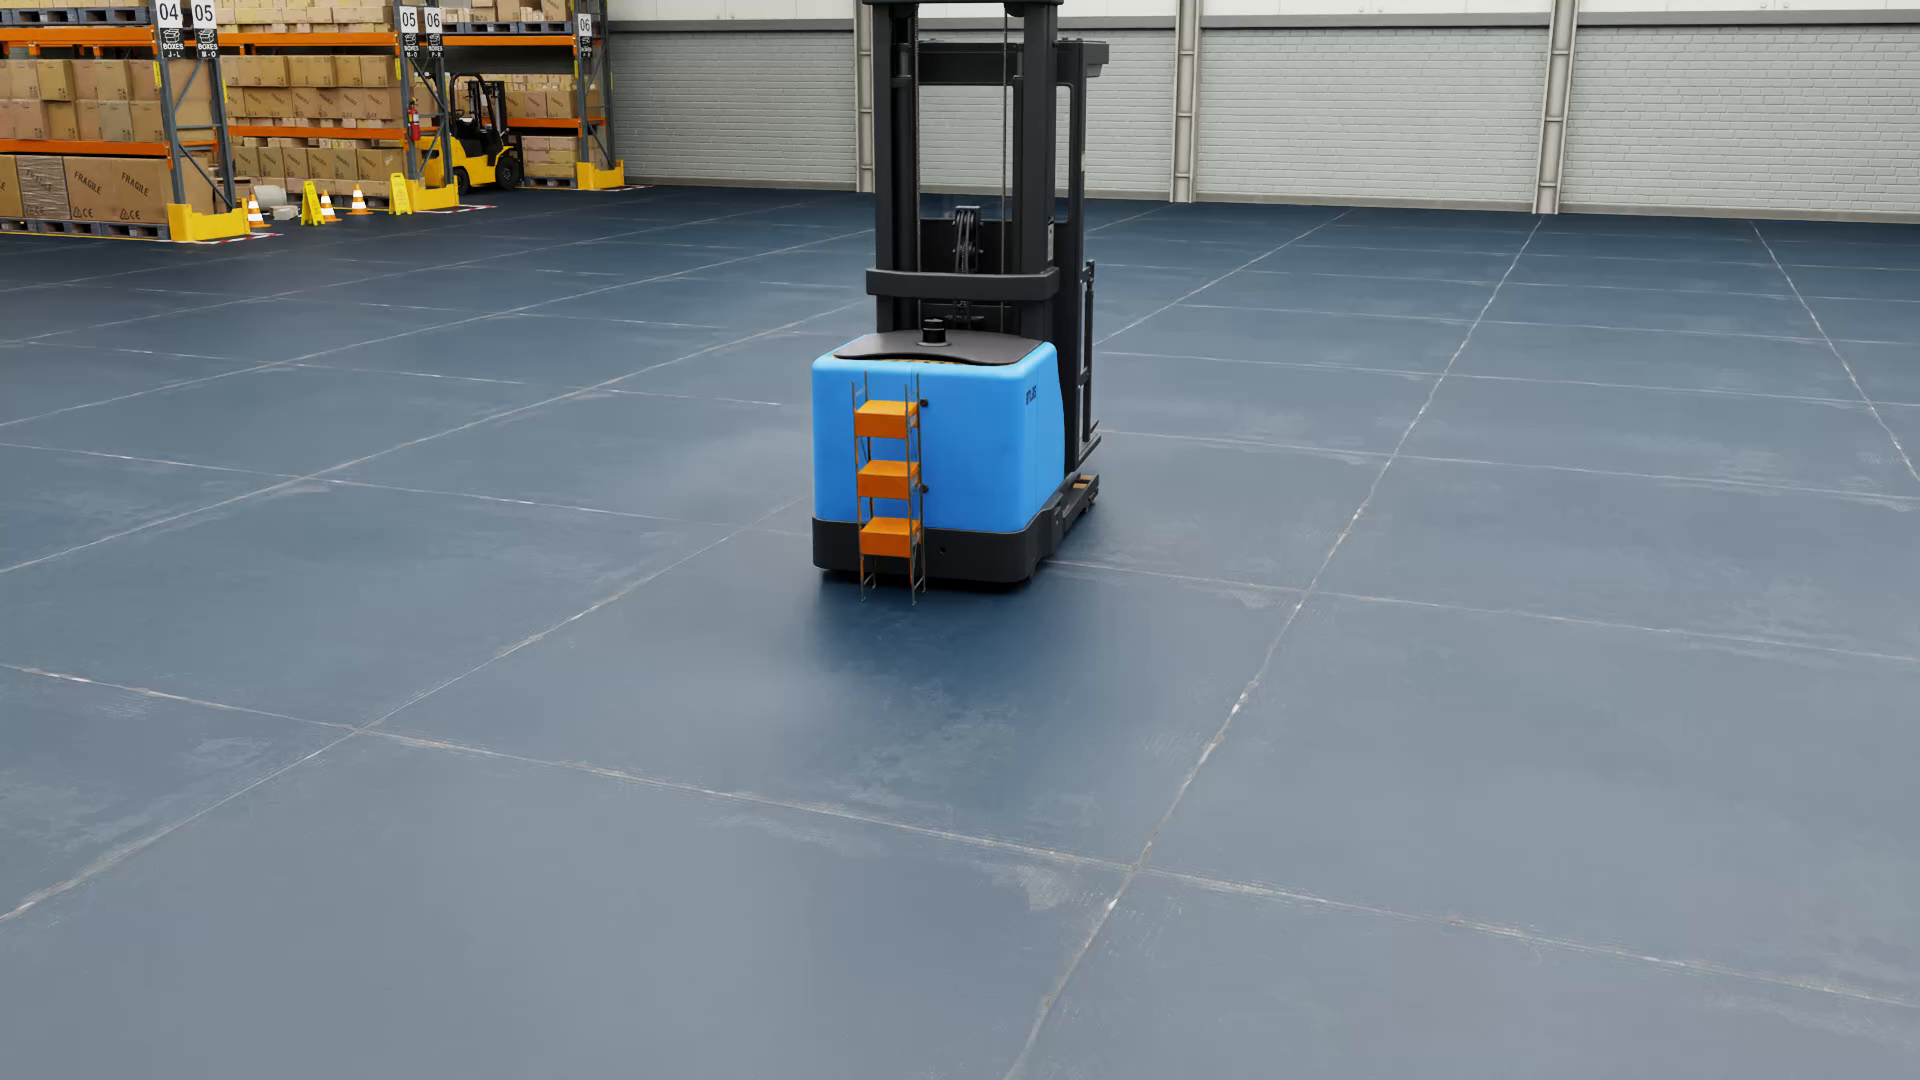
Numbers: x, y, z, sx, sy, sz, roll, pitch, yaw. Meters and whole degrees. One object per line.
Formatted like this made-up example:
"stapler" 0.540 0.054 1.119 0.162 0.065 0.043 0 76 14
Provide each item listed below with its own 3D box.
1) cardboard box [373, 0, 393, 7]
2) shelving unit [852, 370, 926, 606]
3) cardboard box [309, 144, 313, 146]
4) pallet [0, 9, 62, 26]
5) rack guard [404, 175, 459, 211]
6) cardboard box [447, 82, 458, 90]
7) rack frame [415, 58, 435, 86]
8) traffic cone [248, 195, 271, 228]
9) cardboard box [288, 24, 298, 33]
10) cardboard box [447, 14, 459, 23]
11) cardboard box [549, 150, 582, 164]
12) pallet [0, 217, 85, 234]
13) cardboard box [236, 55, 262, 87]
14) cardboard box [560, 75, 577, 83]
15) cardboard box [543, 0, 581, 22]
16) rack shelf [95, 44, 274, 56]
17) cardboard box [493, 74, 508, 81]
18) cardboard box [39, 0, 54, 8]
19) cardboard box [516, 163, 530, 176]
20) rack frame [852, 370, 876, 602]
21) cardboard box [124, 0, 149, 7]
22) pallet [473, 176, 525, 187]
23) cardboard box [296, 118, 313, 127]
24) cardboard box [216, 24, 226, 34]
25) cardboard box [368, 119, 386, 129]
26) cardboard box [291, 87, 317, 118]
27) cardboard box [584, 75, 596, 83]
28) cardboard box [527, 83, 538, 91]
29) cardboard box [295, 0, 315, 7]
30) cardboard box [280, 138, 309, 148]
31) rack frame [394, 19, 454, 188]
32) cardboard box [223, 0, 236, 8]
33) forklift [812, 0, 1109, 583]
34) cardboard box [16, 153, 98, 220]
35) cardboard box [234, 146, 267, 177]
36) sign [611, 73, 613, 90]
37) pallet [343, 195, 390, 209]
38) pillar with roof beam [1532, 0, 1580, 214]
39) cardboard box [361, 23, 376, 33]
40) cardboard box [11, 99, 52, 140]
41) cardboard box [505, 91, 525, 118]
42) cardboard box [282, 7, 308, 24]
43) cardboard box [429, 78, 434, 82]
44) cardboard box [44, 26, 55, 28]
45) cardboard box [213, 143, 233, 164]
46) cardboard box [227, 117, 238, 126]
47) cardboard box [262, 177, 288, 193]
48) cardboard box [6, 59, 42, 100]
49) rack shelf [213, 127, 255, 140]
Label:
"cardboard box" -9.201 -8.639 26.691 0.250 0.149 0.380 6 17 21
"shelving unit" -0.319 -0.232 7.563 0.252 1.050 0.215 4 21 14
"cardboard box" -11.376 -6.586 28.813 0.500 0.500 0.500 7 17 22
"pallet" -13.464 -7.404 23.578 1.213 0.211 1.003 6 17 21
"rack guard" -8.849 -5.785 27.705 0.348 0.500 1.175 6 17 21
"cardboard box" -9.785 -8.844 32.413 0.250 0.149 0.380 7 17 22
"rack frame" -10.681 -8.675 33.175 0.127 3.000 1.000 6 17 21
"traffic cone" -10.473 -4.888 24.681 0.334 0.463 0.336 6 17 21
"cardboard box" -10.862 -8.453 27.482 0.250 0.149 0.380 6 17 21
"cardboard box" -9.660 -10.041 32.019 0.250 0.149 0.380 7 18 22
"cardboard box" -7.528 -7.356 31.913 0.500 0.250 0.500 6 17 20
"pallet" -13.543 -4.656 24.332 1.213 0.211 1.003 6 17 21
"cardboard box" -11.702 -7.899 27.996 0.500 0.500 0.700 6 17 21
"cardboard box" -7.371 -8.750 31.557 0.250 0.149 0.380 6 17 21
"cardboard box" -7.461 -9.986 31.199 0.500 0.500 0.500 7 18 22
"rack shelf" -16.263 -10.384 34.971 4.000 0.370 1.077 6 17 21
"cardboard box" -8.800 -8.905 32.093 0.250 0.149 0.380 7 17 21
"cardboard box" -12.352 -7.356 22.768 0.250 0.149 0.380 7 17 21
"cardboard box" -8.434 -7.220 32.342 0.500 0.250 0.500 6 17 21
"rack frame" -0.437 -0.241 7.593 0.008 1.050 0.200 4 21 14
"cardboard box" -10.934 -7.199 22.231 0.250 0.149 0.380 6 17 21
"pallet" -8.818 -7.119 32.818 1.213 0.211 1.003 6 17 21
"cardboard box" -10.892 -6.999 27.854 0.250 0.149 0.380 6 17 20
"cardboard box" -12.297 -8.611 28.024 0.250 0.149 0.380 6 17 20
"cardboard box" -9.481 -6.837 27.295 0.250 0.149 0.380 6 17 20
"cardboard box" -10.777 -7.314 27.775 0.500 0.500 0.500 6 17 21
"cardboard box" -7.194 -8.858 31.929 0.250 0.149 0.380 6 17 20
"cardboard box" -8.079 -8.677 31.840 0.250 0.149 0.380 6 17 20
"cardboard box" -10.640 -8.787 27.201 0.250 0.149 0.380 7 18 22
"cardboard box" -11.225 -6.702 28.050 0.250 0.149 0.380 7 18 24
"rack frame" -8.778 -6.978 27.330 0.127 3.000 1.000 6 17 21
"cardboard box" -12.073 -8.954 27.777 0.250 0.149 0.380 7 18 22
"forklift" 0.160 -1.578 8.851 1.130 2.935 3.031 4 17 14
"cardboard box" -12.822 -5.101 23.921 0.875 0.875 0.875 6 17 21
"cardboard box" -12.049 -6.498 28.510 0.500 0.500 0.500 7 18 23
"sign" -6.751 -8.863 32.127 0.005 0.325 0.100 6 17 21
"pallet" -9.591 -5.739 28.063 1.213 0.211 1.003 6 17 21
"pillar with roof beam" 7.888 -8.494 21.791 0.400 9.000 9.100 6 17 21
"cardboard box" -9.456 -8.279 26.881 0.250 0.149 0.380 6 17 21
"cardboard box" -12.895 -5.994 23.672 0.550 0.550 0.875 6 17 21
"cardboard box" -8.470 -8.404 32.062 0.500 0.500 0.500 6 17 20
"cardboard box" -10.775 -8.626 27.363 0.500 0.250 0.500 6 17 21
"cardboard box" -10.211 -9.069 32.656 0.250 0.149 0.380 7 17 21
"cardboard box" -15.989 -9.040 29.503 0.250 0.149 0.380 6 17 21
"cardboard box" -15.336 -8.127 35.017 0.500 0.500 0.500 6 17 20
"cardboard box" -12.324 -7.151 28.377 0.250 0.149 0.380 6 17 20
"cardboard box" -11.548 -6.086 28.437 0.500 0.250 0.500 7 18 24
"cardboard box" -12.884 -6.520 23.546 0.550 0.550 0.875 6 17 21
"rack shelf" -14.360 -7.246 29.544 4.000 0.370 1.077 6 17 21
